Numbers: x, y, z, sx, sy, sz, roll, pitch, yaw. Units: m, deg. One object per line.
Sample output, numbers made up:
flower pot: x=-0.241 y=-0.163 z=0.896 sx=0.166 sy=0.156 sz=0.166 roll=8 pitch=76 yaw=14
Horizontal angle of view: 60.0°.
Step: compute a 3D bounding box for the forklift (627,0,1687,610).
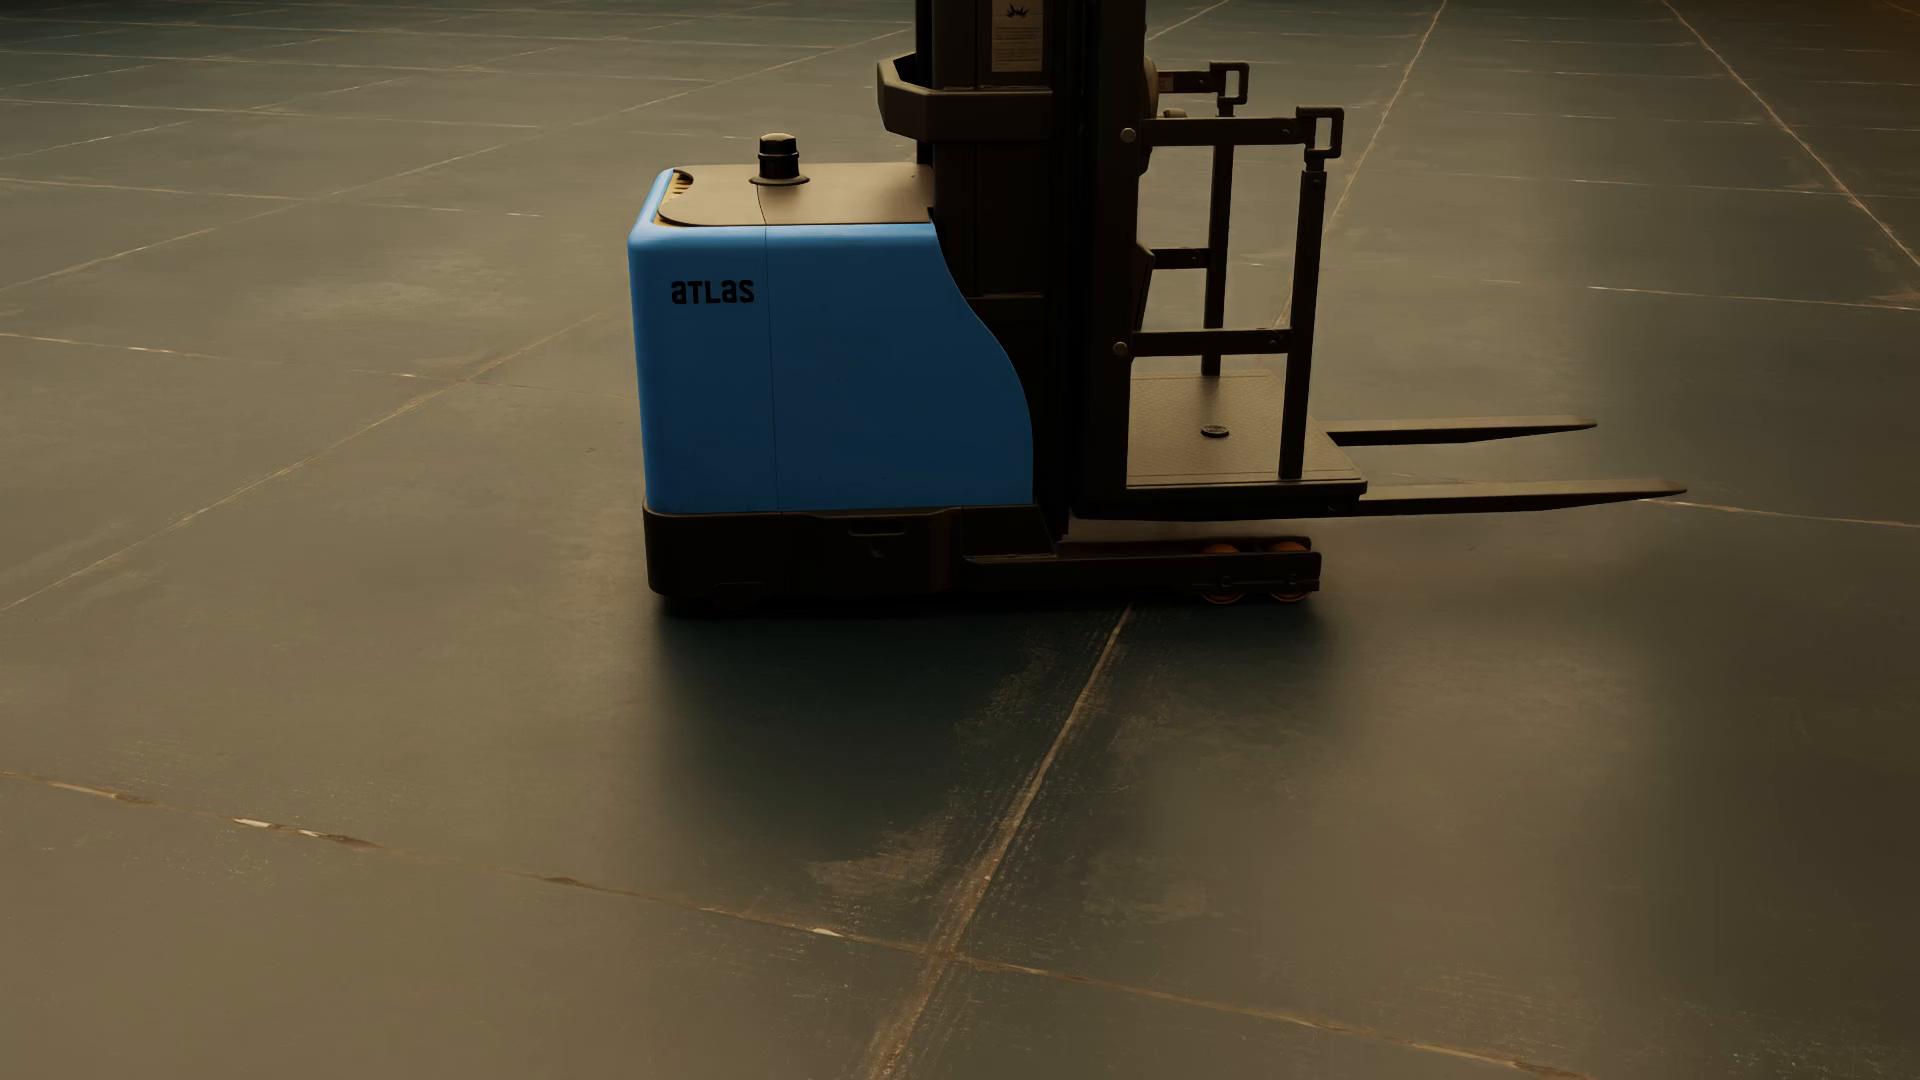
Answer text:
forklift: x=0.606 y=-1.374 z=4.608 sx=3.031 sy=2.935 sz=1.130 roll=-2 pitch=23 yaw=-4
